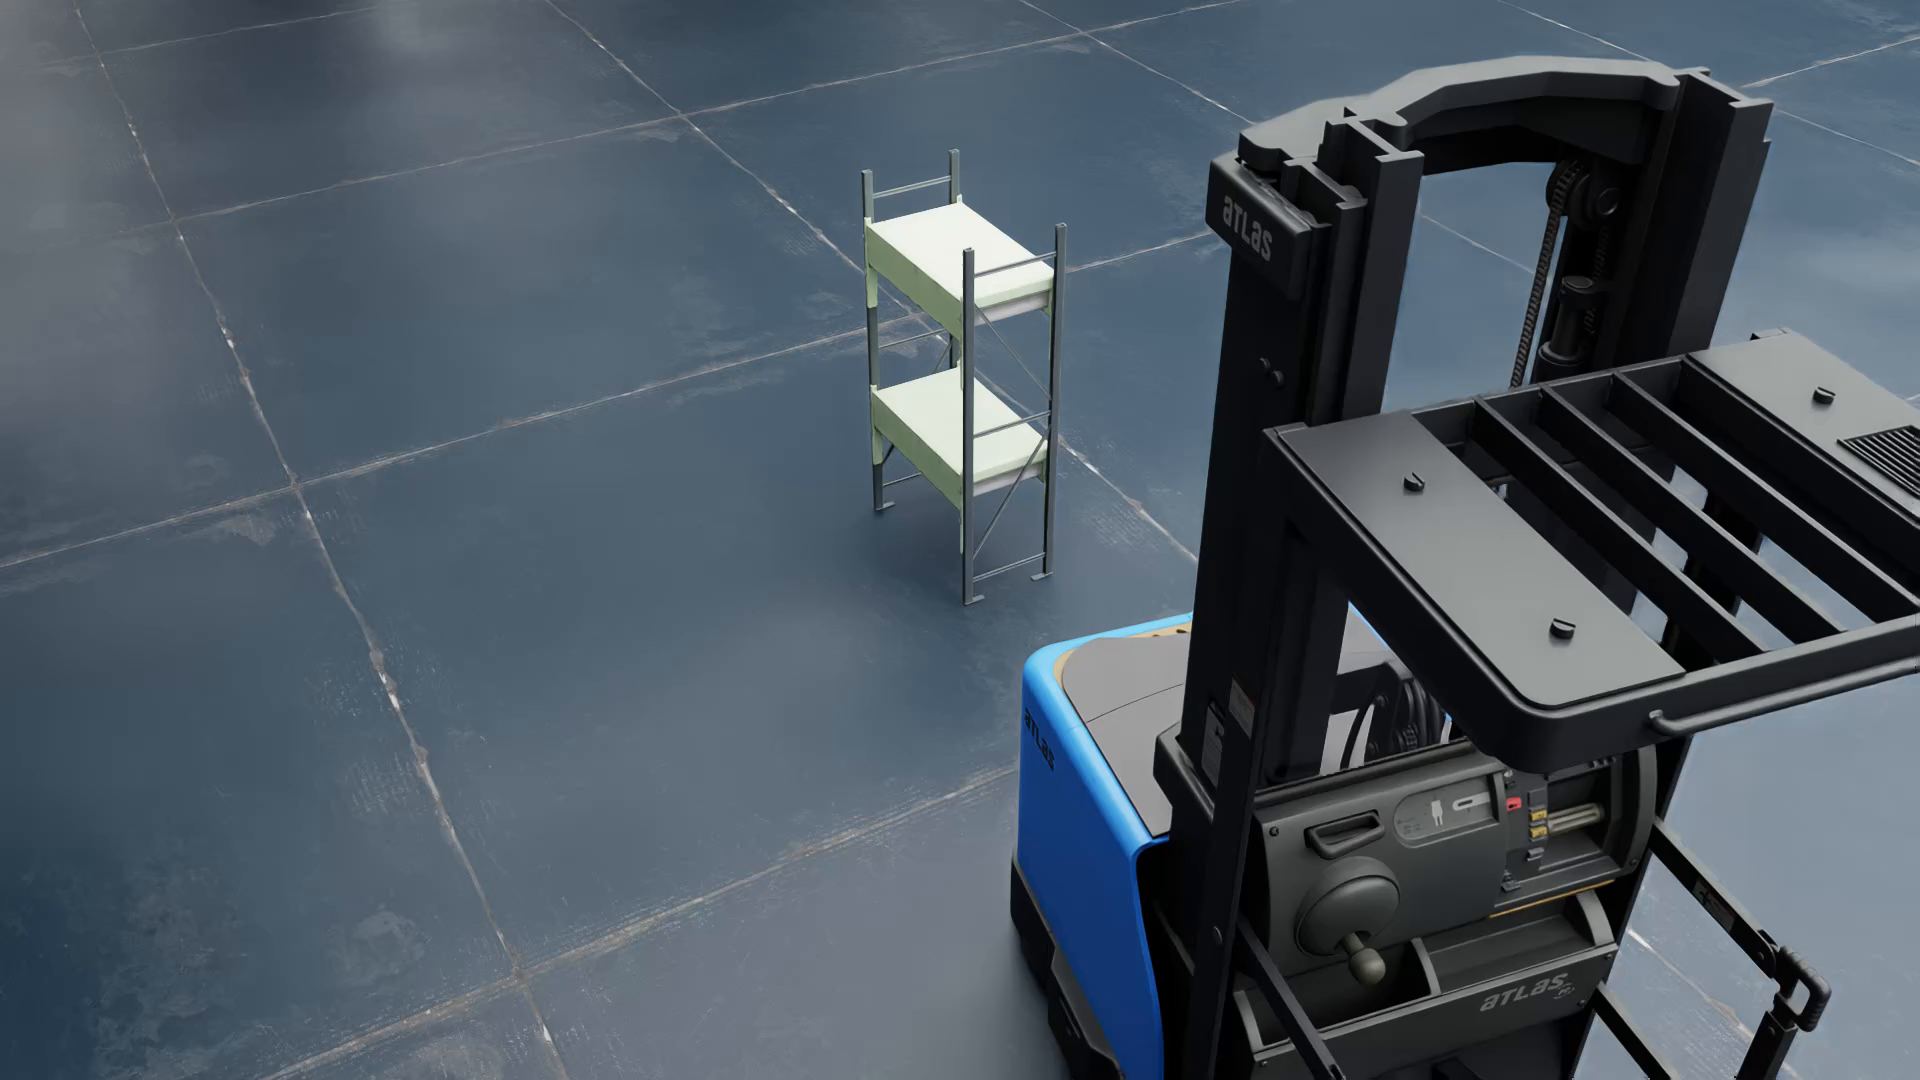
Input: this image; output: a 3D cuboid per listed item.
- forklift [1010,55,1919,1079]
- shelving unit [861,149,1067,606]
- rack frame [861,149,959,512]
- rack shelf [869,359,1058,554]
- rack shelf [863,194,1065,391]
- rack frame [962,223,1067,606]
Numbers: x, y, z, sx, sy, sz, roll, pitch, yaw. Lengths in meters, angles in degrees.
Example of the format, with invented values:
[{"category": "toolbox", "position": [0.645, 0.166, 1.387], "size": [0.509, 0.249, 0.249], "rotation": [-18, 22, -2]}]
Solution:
[{"category": "forklift", "position": [1.118, 0.708, 3.295], "size": [1.130, 2.935, 3.031], "rotation": [-12, 38, -15]}, {"category": "shelving unit", "position": [0.003, -0.602, 6.303], "size": [0.431, 1.500, 0.755], "rotation": [-19, 40, -24]}, {"category": "rack frame", "position": [-0.181, -0.789, 6.559], "size": [0.400, 1.500, 0.023], "rotation": [-19, 40, -24]}, {"category": "rack shelf", "position": [0.003, -0.339, 6.495], "size": [0.431, 0.370, 0.720], "rotation": [-19, 40, -24]}, {"category": "rack shelf", "position": [0.003, -0.917, 6.073], "size": [0.431, 0.370, 0.720], "rotation": [-19, 40, -24]}, {"category": "rack frame", "position": [0.187, -0.416, 6.047], "size": [0.400, 1.500, 0.023], "rotation": [-19, 40, -24]}]
